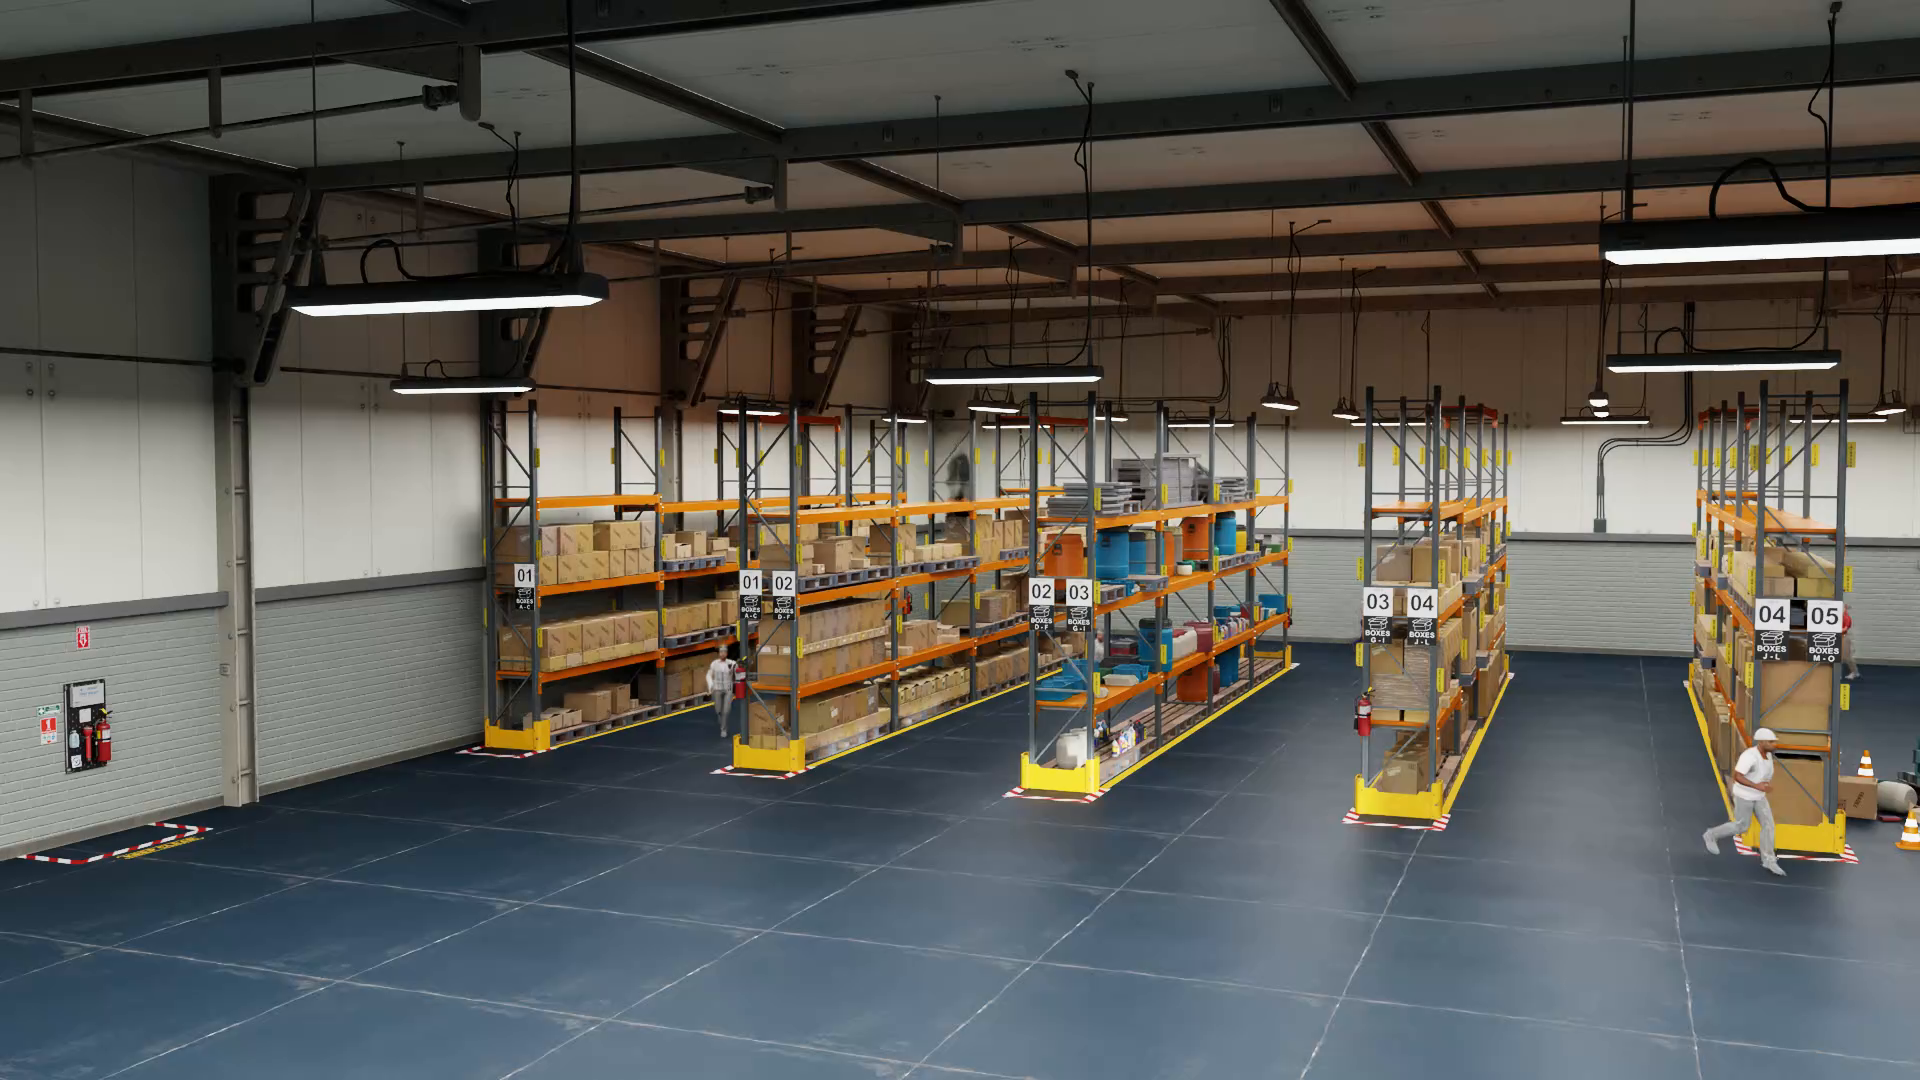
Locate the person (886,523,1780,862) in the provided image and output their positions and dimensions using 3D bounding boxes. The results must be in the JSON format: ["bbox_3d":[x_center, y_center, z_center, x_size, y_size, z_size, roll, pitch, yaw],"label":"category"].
[{"bbox_3d":[4.246,1.800,25.955,2.059,3.665,16.351,-2,4,-38],"label":"person"}]

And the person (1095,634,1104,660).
[{"bbox_3d":[2.852,2.561,33.265,0.583,1.575,0.549,1,3,25],"label":"person"}]

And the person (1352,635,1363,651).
[{"bbox_3d":[10.317,2.457,41.932,0.409,1.035,0.955,-3,4,-43],"label":"person"}]

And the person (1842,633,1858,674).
[{"bbox_3d":[19.834,2.542,37.386,0.658,0.923,0.415,0,3,-2],"label":"person"}]

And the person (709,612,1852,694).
[{"bbox_3d":[7.780,2.136,33.713,25.134,0.878,5.955,0,3,-5],"label":"person"}]
